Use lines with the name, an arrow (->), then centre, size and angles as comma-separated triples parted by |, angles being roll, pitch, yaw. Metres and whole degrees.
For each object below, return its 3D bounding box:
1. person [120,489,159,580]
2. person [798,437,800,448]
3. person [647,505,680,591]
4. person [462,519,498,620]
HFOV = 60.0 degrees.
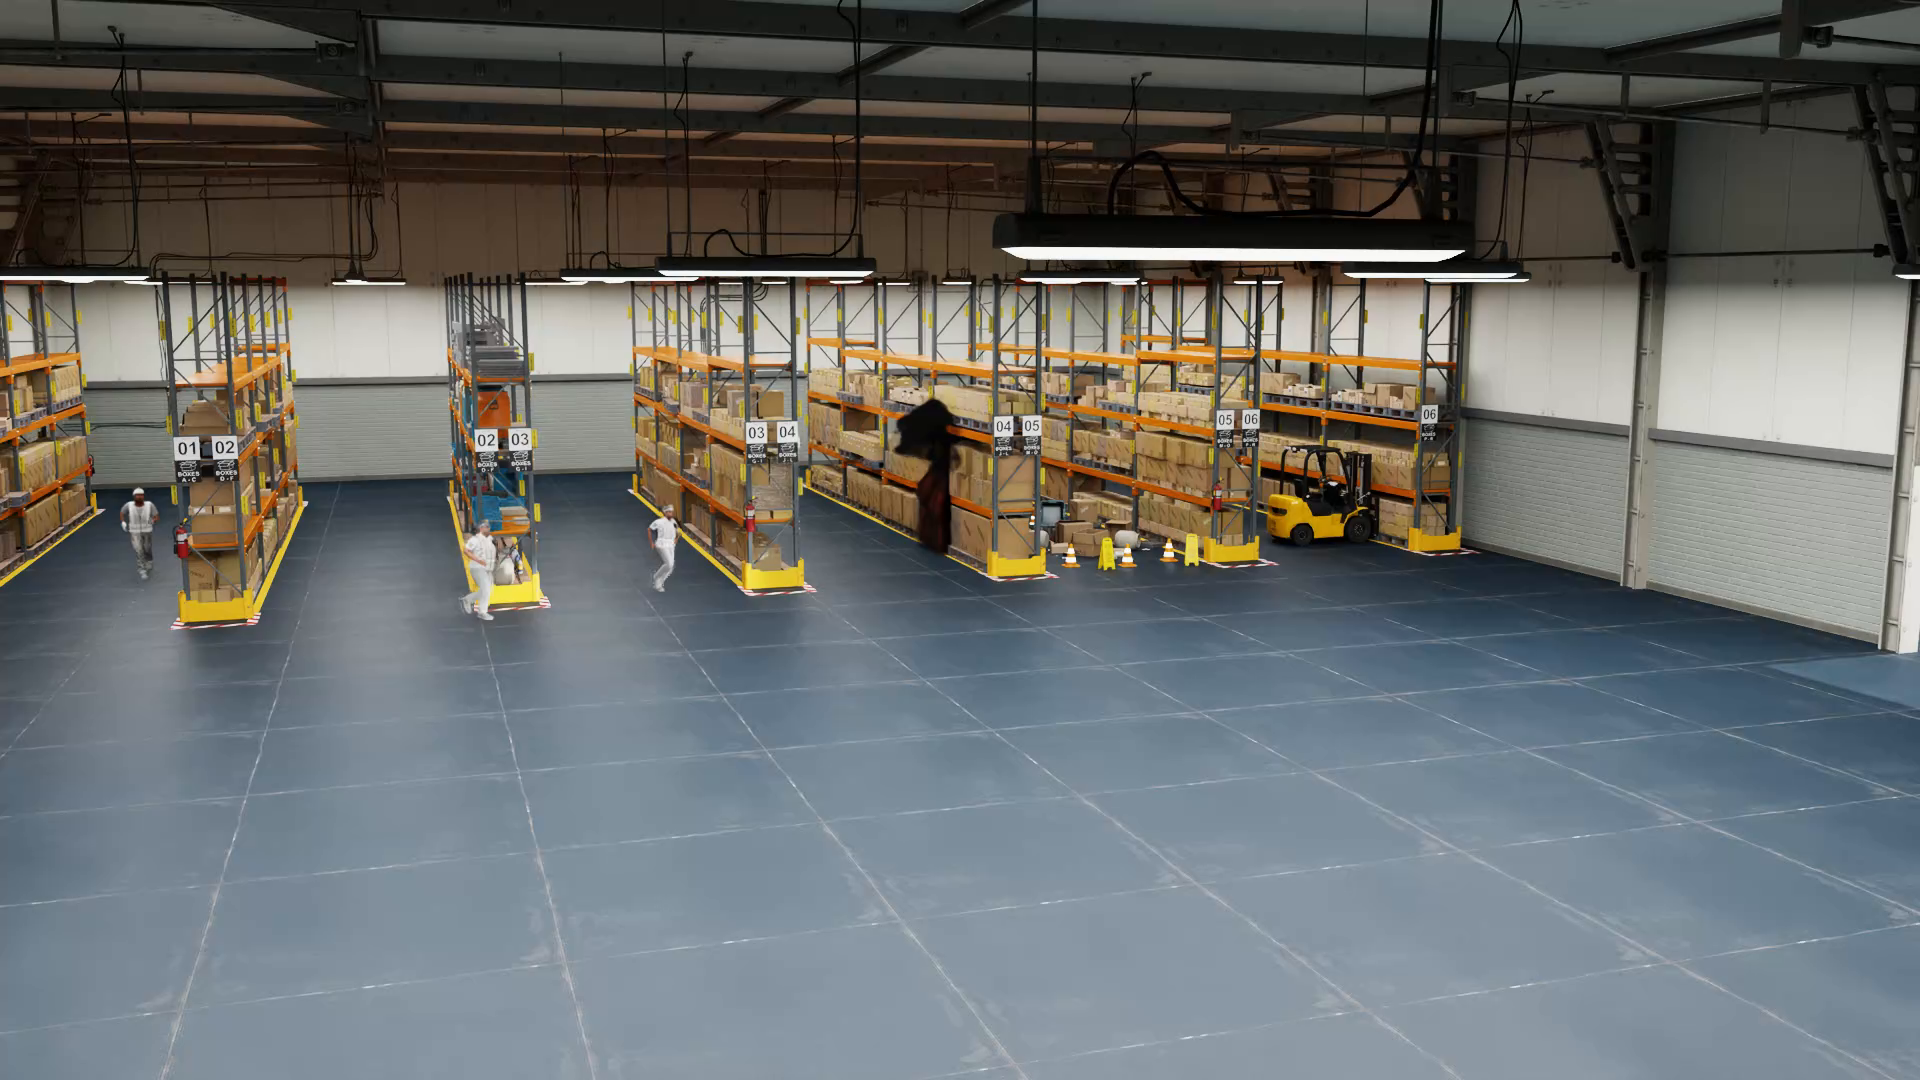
person -> -16.324, -0.147, 33.133 | 0.692, 1.783, 0.996 | -5, 10, -29
person -> -5.033, -2.523, 48.984 | 0.727, 1.728, 0.672 | 3, 9, 22
person -> -5.583, 0.152, 31.712 | 0.543, 1.662, 0.579 | 7, 11, 37
person -> -8.406, 0.490, 29.193 | 0.697, 1.740, 0.705 | 4, 9, 23
